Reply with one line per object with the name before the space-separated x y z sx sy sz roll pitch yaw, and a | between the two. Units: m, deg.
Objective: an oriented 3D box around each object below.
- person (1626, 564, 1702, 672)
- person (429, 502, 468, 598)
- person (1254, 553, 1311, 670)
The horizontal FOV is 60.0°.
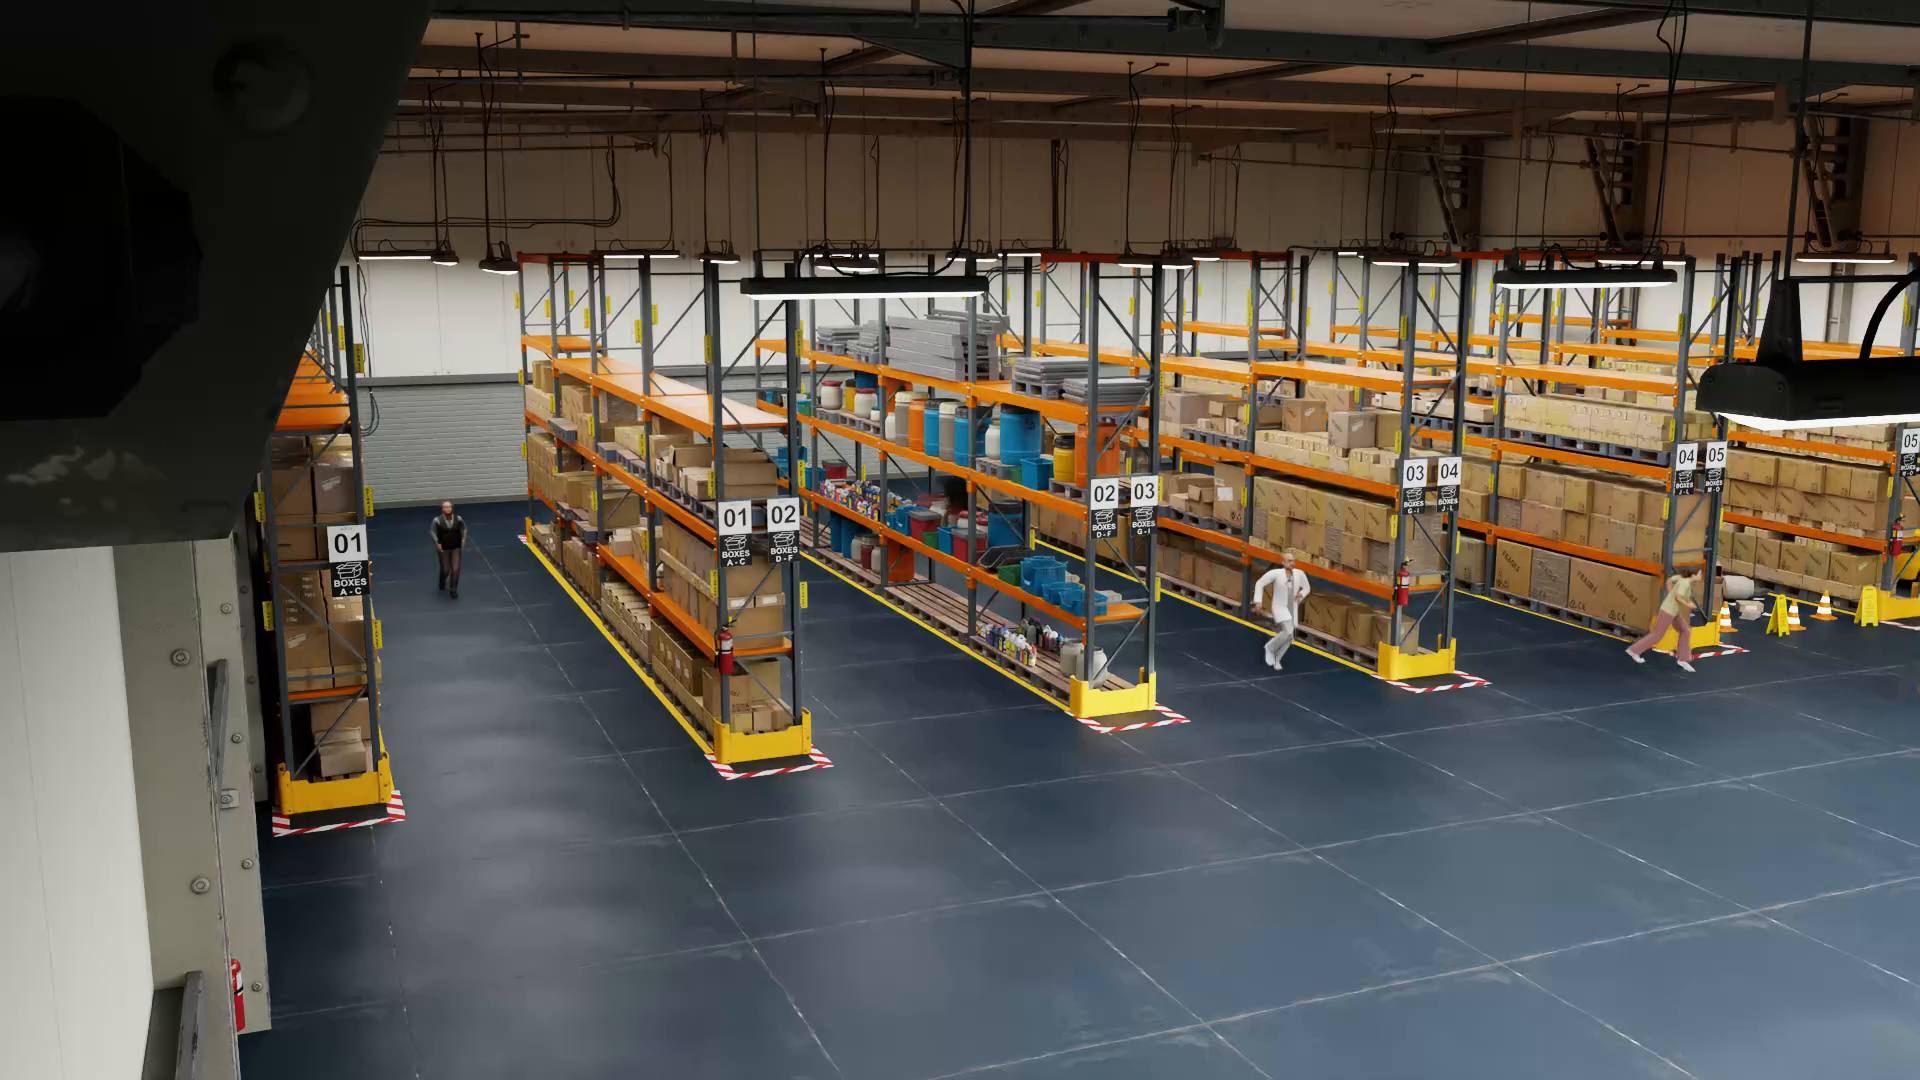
person | 10.395 1.137 24.557 0.974 1.620 0.619 4 11 19
person | -9.070 0.152 29.557 0.682 1.702 0.605 -5 12 -28
person | 4.783 1.053 24.528 0.790 1.734 0.633 -5 12 -27
